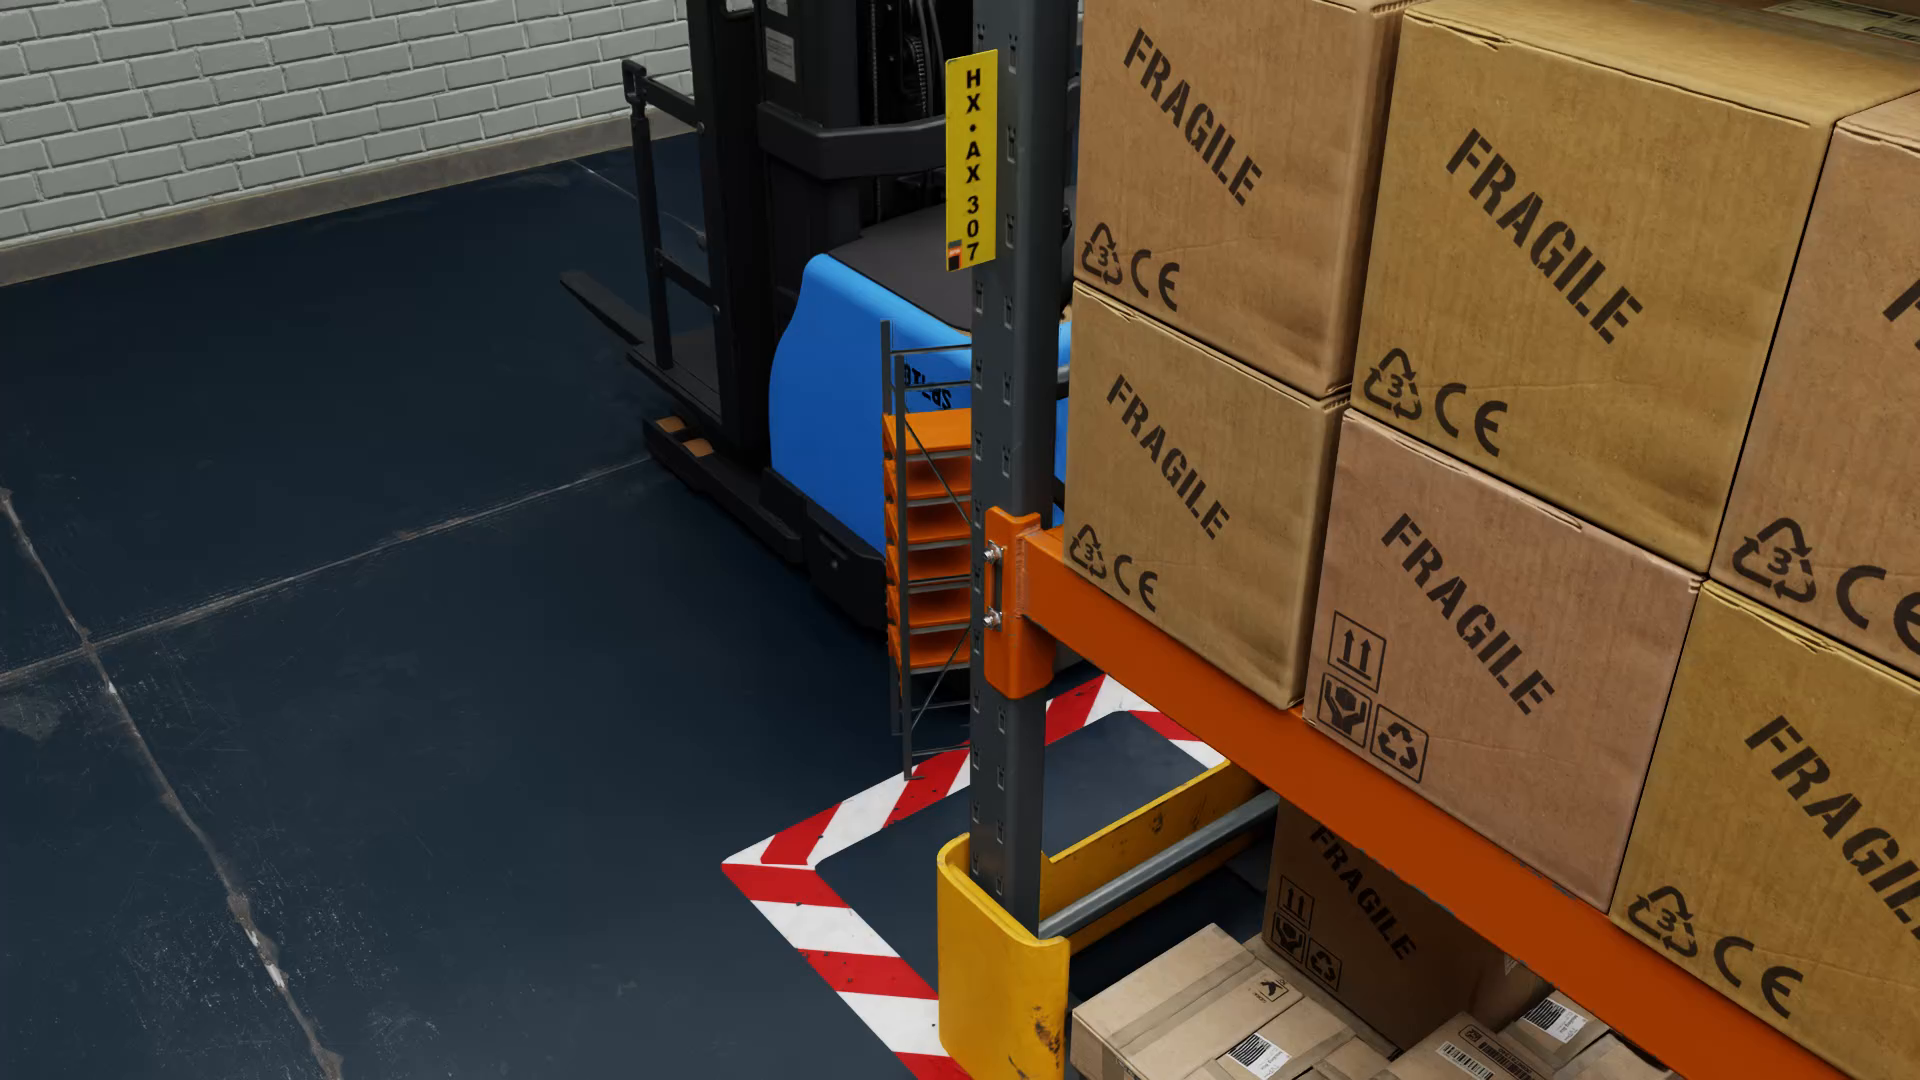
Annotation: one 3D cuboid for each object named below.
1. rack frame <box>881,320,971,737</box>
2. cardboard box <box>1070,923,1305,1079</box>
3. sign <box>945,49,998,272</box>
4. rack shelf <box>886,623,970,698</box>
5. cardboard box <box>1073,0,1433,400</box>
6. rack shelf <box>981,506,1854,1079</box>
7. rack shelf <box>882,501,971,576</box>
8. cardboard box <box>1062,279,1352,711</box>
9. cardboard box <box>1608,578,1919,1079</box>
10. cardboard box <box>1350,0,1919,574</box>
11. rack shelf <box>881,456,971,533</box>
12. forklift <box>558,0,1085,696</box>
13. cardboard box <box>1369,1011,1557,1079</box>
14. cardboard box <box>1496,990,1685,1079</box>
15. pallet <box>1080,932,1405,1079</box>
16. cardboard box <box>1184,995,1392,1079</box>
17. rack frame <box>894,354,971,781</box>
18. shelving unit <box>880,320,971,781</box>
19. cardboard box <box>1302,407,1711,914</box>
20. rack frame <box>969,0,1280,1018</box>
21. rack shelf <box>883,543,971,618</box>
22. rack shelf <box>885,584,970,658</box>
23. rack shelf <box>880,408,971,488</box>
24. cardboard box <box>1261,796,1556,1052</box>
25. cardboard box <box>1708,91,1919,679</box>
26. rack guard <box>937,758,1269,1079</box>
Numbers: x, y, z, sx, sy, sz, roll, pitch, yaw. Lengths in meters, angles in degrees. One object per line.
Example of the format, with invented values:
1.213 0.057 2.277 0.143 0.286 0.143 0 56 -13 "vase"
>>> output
-0.063 -0.001 4.114 0.240 1.200 0.006 -6 32 -10 "rack frame"
0.434 0.936 3.185 0.380 0.149 0.250 -22 38 -31 "cardboard box"
0.020 -0.566 2.497 0.100 0.325 0.005 -22 38 -31 "sign"
-0.044 0.288 4.188 0.258 0.103 0.180 -6 32 -10 "rack shelf"
0.512 -0.571 2.283 0.500 0.500 0.500 -21 38 -30 "cardboard box"
1.675 0.765 1.856 1.077 0.370 4.000 -22 38 -31 "rack shelf"
-0.044 -0.018 3.998 0.258 0.103 0.180 -6 32 -10 "rack shelf"
0.512 -0.146 2.547 0.500 0.500 0.500 -21 38 -30 "cardboard box"
1.138 0.278 1.865 0.500 0.500 0.500 -22 38 -32 "cardboard box"
0.839 -0.355 1.937 0.500 0.500 0.500 -22 38 -31 "cardboard box"
-0.044 -0.120 3.934 0.258 0.103 0.180 -6 32 -10 "rack shelf"
-0.416 -1.549 4.967 1.130 2.935 3.031 -21 37 -30 "forklift"
0.865 1.134 2.770 0.500 0.250 0.500 -22 38 -31 "cardboard box"
1.154 0.988 3.085 0.380 0.166 0.250 -22 38 -31 "cardboard box"
0.985 1.175 3.159 1.003 0.211 1.213 -22 38 -31 "pallet"
0.587 1.033 3.012 0.380 0.166 0.250 -22 38 -31 "cardboard box"
-0.026 0.094 3.962 0.240 1.200 0.006 -6 32 -10 "rack frame"
-0.044 0.046 4.038 0.258 1.200 0.189 -6 32 -10 "shelving unit"
0.833 0.067 2.204 0.500 0.500 0.500 -23 38 -32 "cardboard box"
0.449 -0.374 3.009 1.000 3.000 0.127 -22 38 -31 "rack frame"
-0.044 0.084 4.061 0.258 0.103 0.180 -6 32 -10 "rack shelf"
-0.044 0.186 4.125 0.258 0.103 0.180 -6 32 -10 "rack shelf"
-0.044 -0.221 3.871 0.258 0.103 0.180 -6 32 -10 "rack shelf"
0.977 0.648 3.316 0.500 0.500 0.500 -22 38 -31 "cardboard box"
1.142 -0.145 1.598 0.500 0.500 0.500 -22 38 -31 "cardboard box"
0.495 0.720 3.617 1.175 0.500 0.348 -22 38 -31 "rack guard"
